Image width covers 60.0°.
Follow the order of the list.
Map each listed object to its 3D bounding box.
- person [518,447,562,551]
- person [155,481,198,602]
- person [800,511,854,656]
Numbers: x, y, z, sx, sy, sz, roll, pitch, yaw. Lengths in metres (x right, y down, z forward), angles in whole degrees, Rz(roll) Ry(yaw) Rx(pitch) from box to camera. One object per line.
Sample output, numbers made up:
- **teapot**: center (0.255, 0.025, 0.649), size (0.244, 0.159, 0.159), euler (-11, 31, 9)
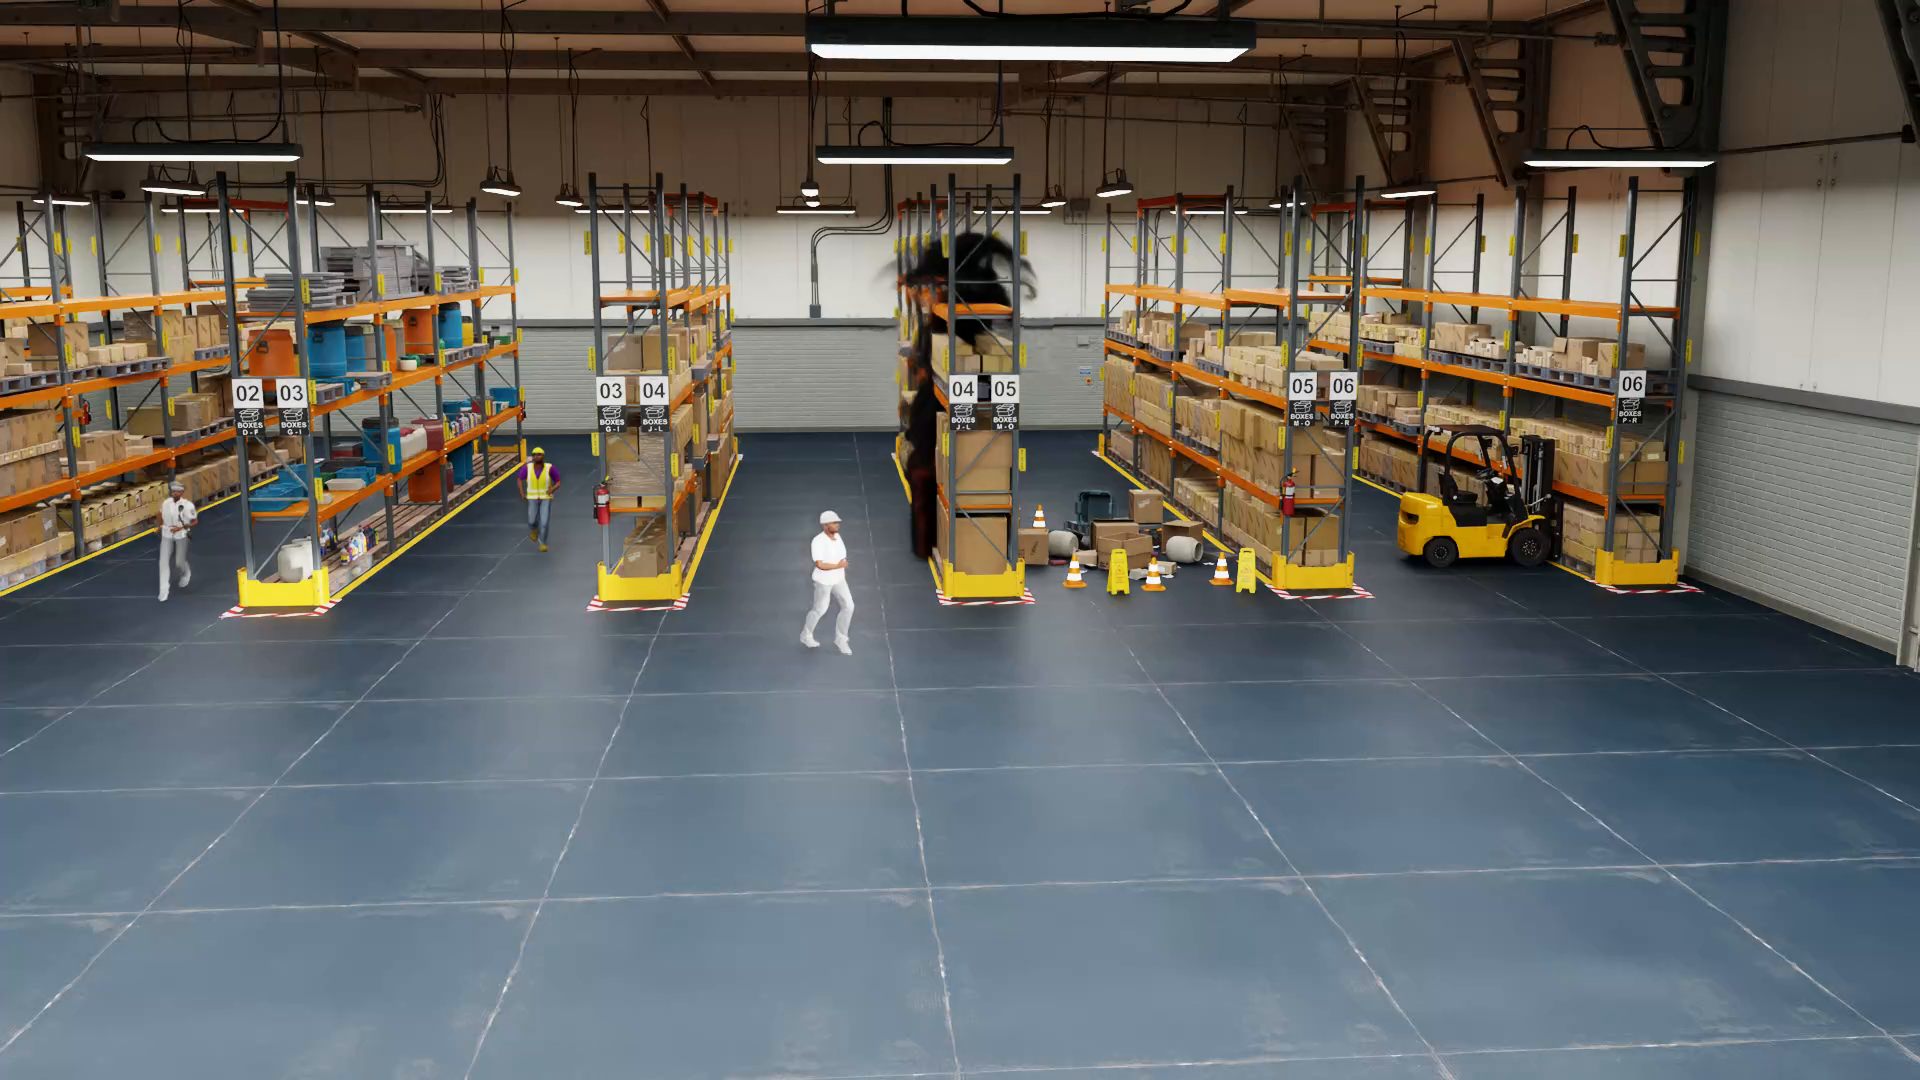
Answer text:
- **person**: center (-6.978, -0.681, 27.616), size (0.730, 1.726, 0.594), euler (-1, 10, -7)
- **person**: center (-11.309, -0.022, 24.061), size (0.607, 1.695, 0.889), euler (-1, 10, -5)
- **person**: center (-1.618, 0.539, 20.585), size (0.849, 1.824, 0.670), euler (7, 12, 34)
